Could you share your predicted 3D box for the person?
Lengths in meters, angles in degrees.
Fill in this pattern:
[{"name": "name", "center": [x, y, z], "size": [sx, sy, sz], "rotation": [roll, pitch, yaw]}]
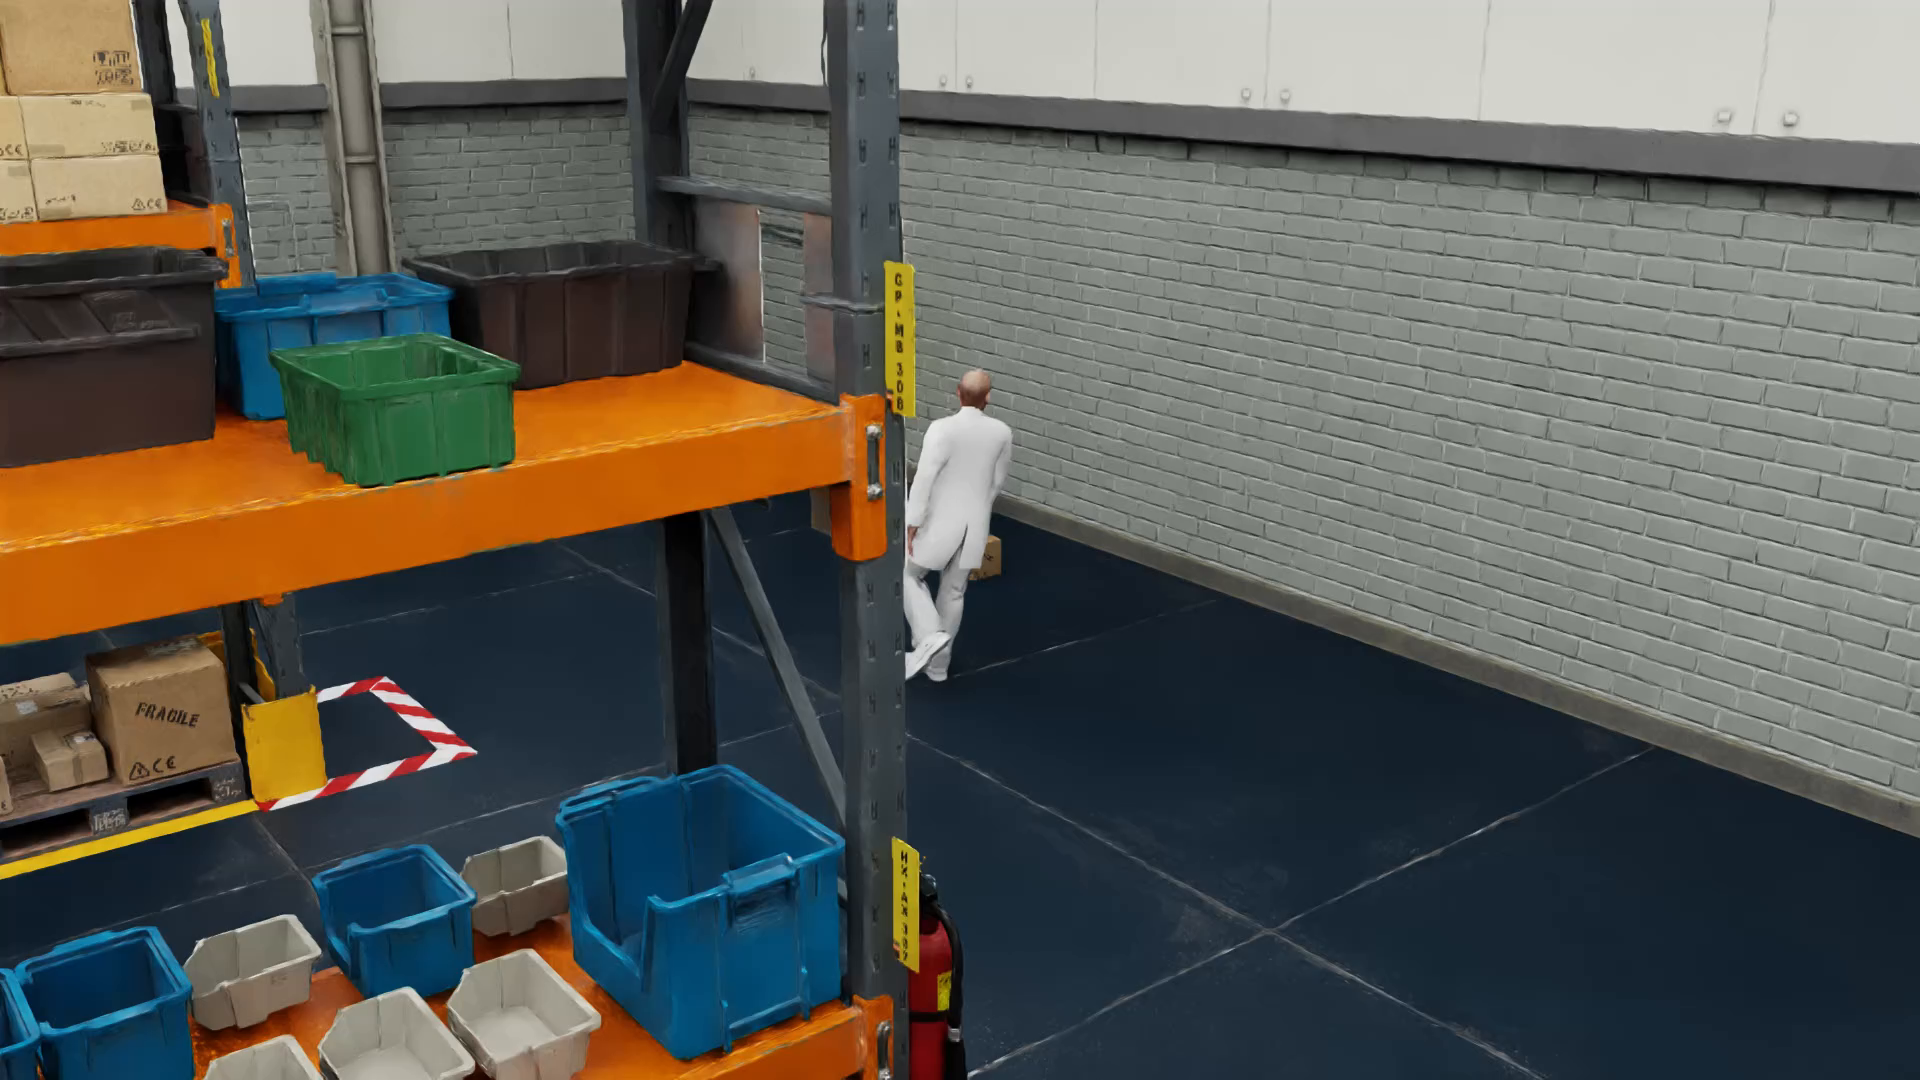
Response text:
[{"name": "person", "center": [-0.054, -0.069, 9.297], "size": [0.756, 1.748, 0.561], "rotation": [-9, 19, -26]}]
